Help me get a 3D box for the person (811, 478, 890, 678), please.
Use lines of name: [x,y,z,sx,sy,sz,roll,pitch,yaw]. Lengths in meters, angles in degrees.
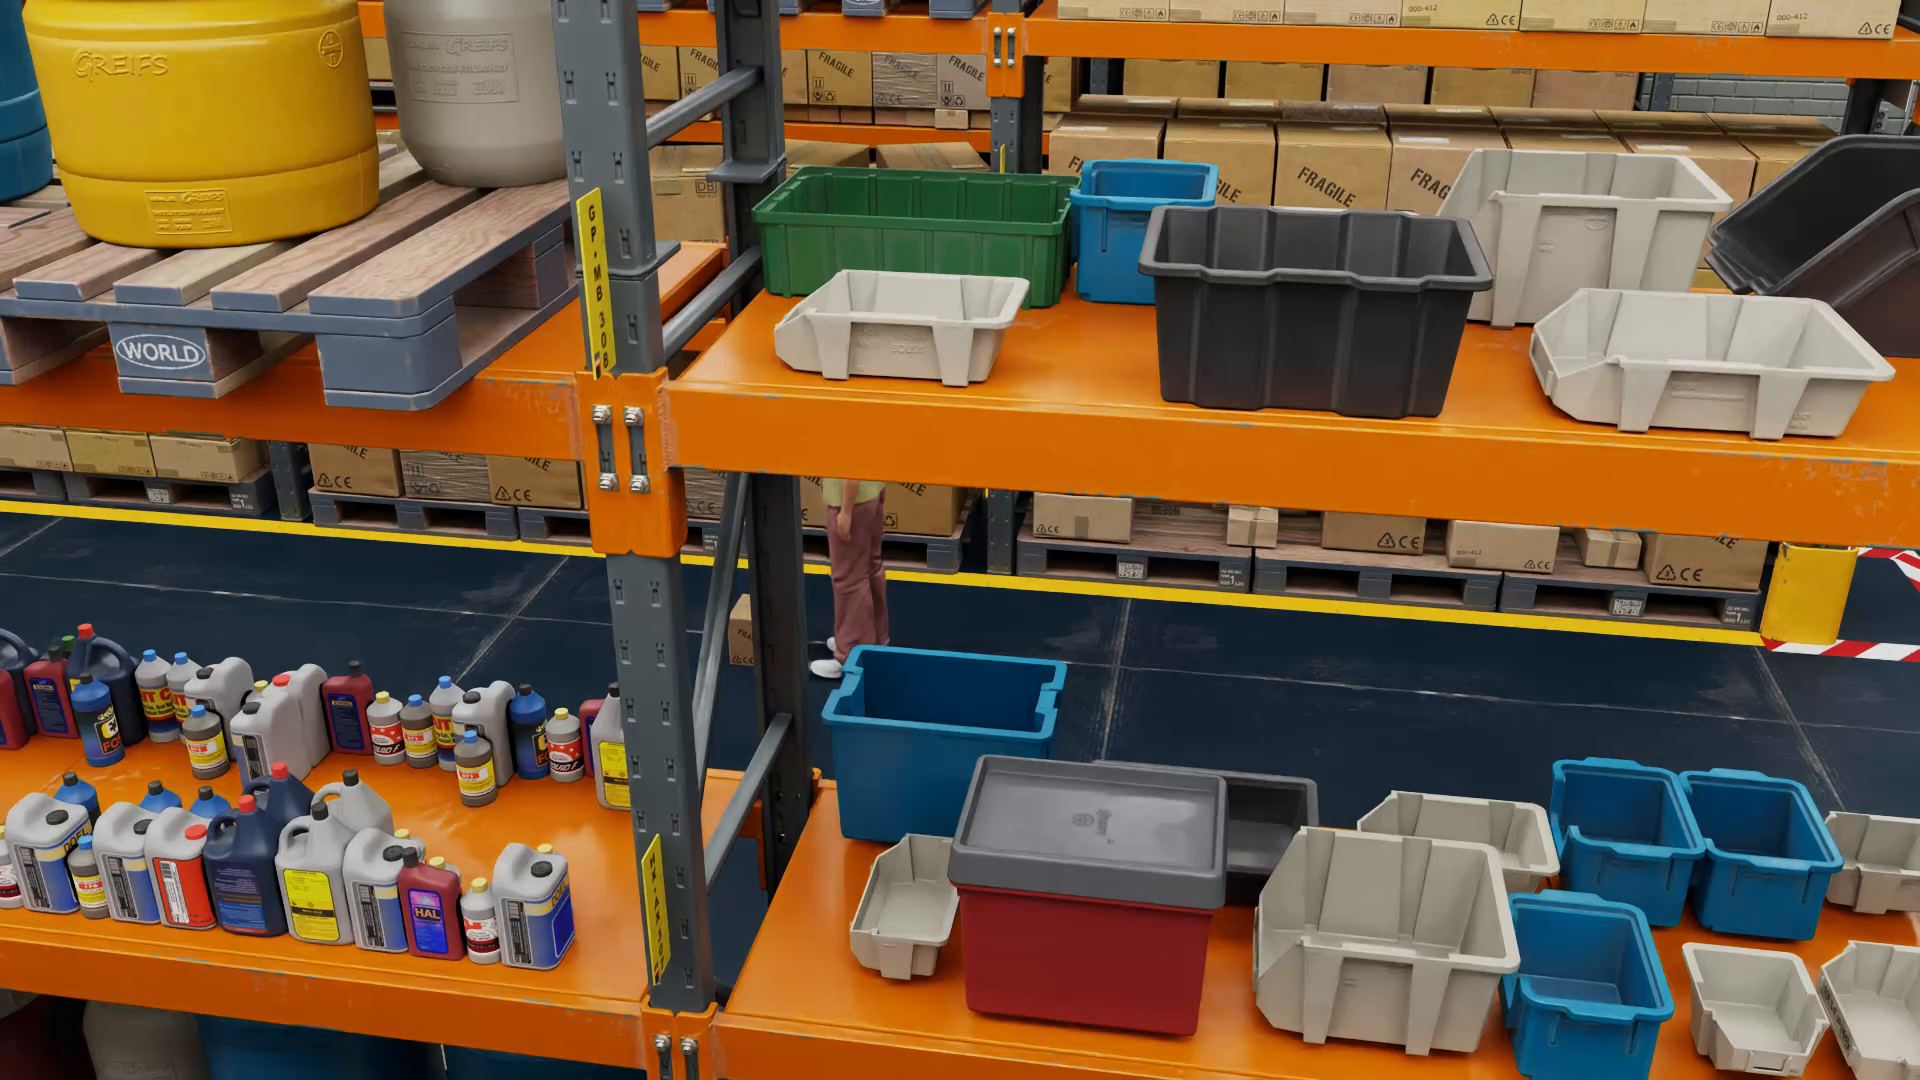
person: [-0.483,-0.182,7.483,0.382,1.678,0.444,5,25,10]
